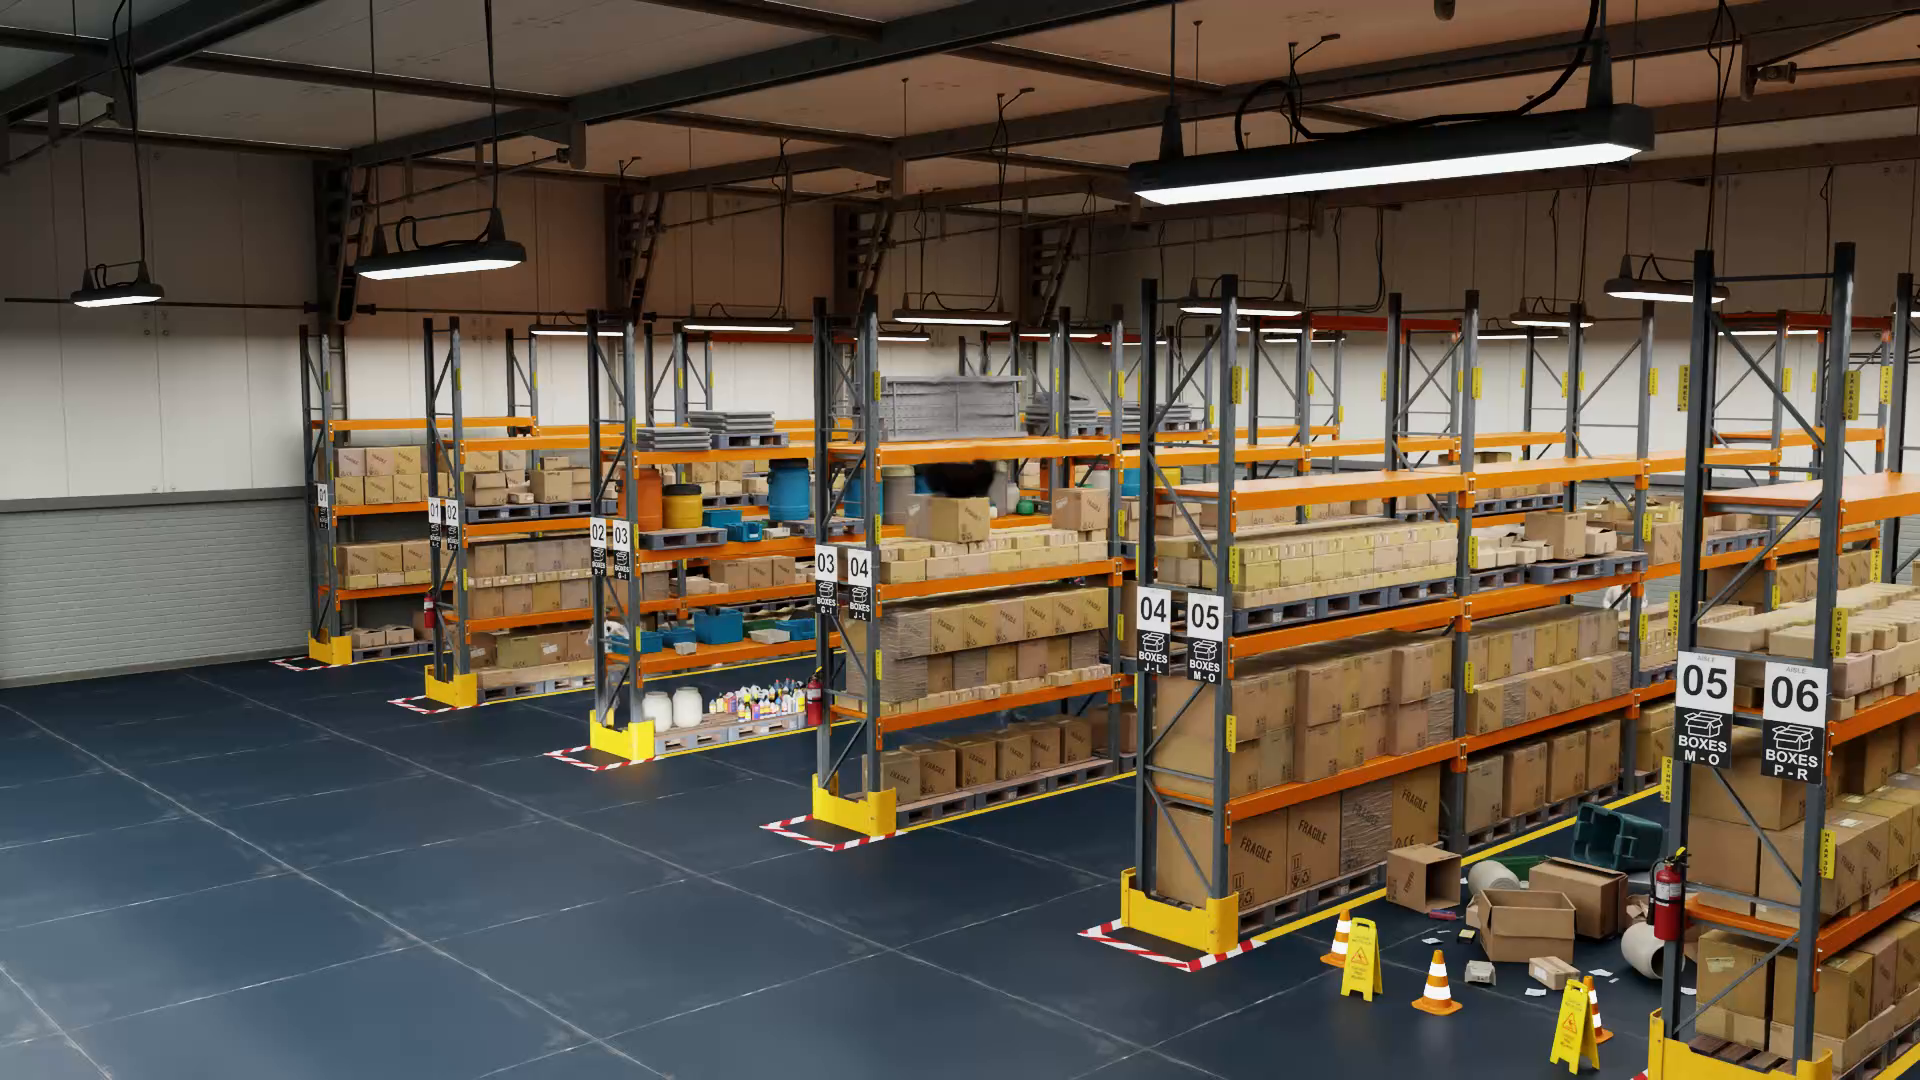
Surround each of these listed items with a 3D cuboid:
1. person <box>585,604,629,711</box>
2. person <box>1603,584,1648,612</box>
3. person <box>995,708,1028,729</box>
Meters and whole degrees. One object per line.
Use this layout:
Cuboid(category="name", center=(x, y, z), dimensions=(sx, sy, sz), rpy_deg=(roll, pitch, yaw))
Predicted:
Cuboid(category="person", center=(-5.316, 1.803, 24.916), dimensions=(0.601, 1.745, 0.735), rpy_deg=(3, 6, 24))
Cuboid(category="person", center=(11.552, 1.401, 28.900), dimensions=(0.725, 1.737, 0.702), rpy_deg=(3, 7, 27))
Cuboid(category="person", center=(0.718, 2.009, 22.772), dimensions=(0.714, 1.733, 0.791), rpy_deg=(5, 8, 43))
